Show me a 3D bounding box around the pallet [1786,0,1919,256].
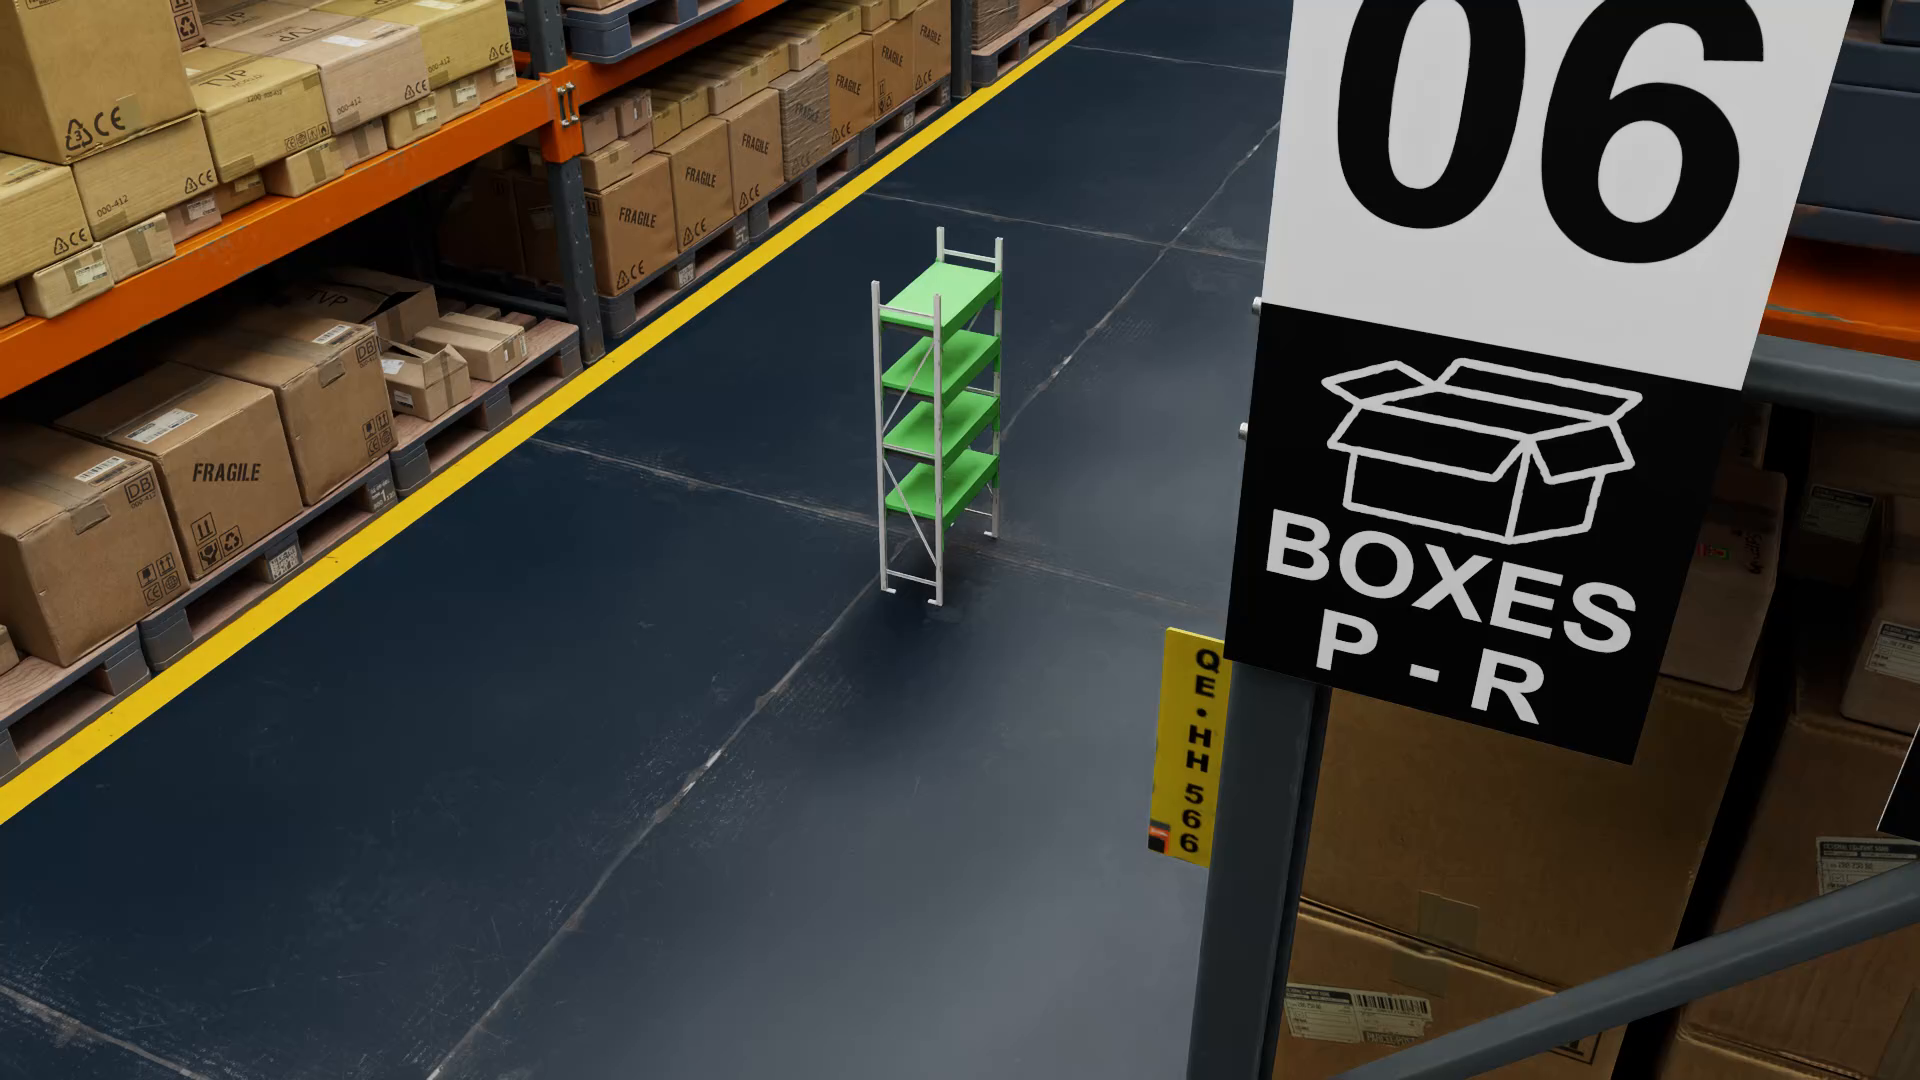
[{"bbox_3d":[1.057,-0.632,1.824,1.003,0.211,1.213,14,36,20],"label":"pallet"}]

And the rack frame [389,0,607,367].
[{"bbox_3d":[-2.080,-2.172,6.827,1.000,3.000,0.127,14,36,20],"label":"rack frame"}]

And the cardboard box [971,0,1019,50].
[{"bbox_3d":[-0.133,-3.654,10.870,0.875,0.625,0.625,15,36,22],"label":"cardboard box"}]

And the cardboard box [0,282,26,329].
[{"bbox_3d":[-2.957,-0.697,4.807,0.380,0.149,0.250,15,36,21],"label":"cardboard box"}]

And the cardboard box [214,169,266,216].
[{"bbox_3d":[-2.585,-1.220,5.604,0.380,0.149,0.250,15,36,21],"label":"cardboard box"}]

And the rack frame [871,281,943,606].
[{"bbox_3d":[-0.171,-0.298,5.610,0.240,1.200,0.015,14,36,20],"label":"rack frame"}]

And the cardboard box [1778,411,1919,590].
[{"bbox_3d":[1.201,-0.035,1.973,0.380,0.149,0.250,15,36,22],"label":"cardboard box"}]

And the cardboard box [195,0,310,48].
[{"bbox_3d":[-2.736,-1.798,6.122,0.500,0.250,0.500,14,36,20],"label":"cardboard box"}]

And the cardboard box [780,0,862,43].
[{"bbox_3d":[-0.771,-2.877,9.207,0.380,0.149,0.250,15,36,22],"label":"cardboard box"}]

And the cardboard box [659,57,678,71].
[{"bbox_3d":[-1.685,-2.478,8.598,0.380,0.149,0.250,15,36,21],"label":"cardboard box"}]

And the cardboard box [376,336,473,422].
[{"bbox_3d":[-2.196,-0.682,6.665,0.396,0.266,0.258,15,36,22],"label":"cardboard box"}]

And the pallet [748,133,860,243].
[{"bbox_3d":[-1.265,-2.030,9.153,1.003,0.211,1.213,14,36,20],"label":"pallet"}]

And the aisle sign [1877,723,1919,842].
[{"bbox_3d":[0.990,-0.028,1.186,0.394,0.787,0.004,14,36,20],"label":"aisle sign"}]

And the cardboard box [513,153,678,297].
[{"bbox_3d":[-1.673,-1.492,7.686,0.500,0.500,0.500,16,36,23],"label":"cardboard box"}]

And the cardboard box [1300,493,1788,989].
[{"bbox_3d":[0.742,0.202,2.203,0.500,0.500,0.500,15,36,22],"label":"cardboard box"}]

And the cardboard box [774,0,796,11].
[{"bbox_3d":[-1.075,-3.109,9.561,0.380,0.149,0.250,15,36,21],"label":"cardboard box"}]

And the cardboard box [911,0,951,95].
[{"bbox_3d":[-0.388,-3.035,10.039,0.500,0.500,0.500,15,36,22],"label":"cardboard box"}]

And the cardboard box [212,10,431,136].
[{"bbox_3d":[-2.268,-1.671,5.929,0.500,0.250,0.500,14,36,21],"label":"cardboard box"}]

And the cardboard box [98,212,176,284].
[{"bbox_3d":[-2.691,-0.942,5.180,0.380,0.149,0.250,15,36,22],"label":"cardboard box"}]

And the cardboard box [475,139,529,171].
[{"bbox_3d":[-2.188,-1.823,7.600,0.380,0.149,0.250,13,35,19],"label":"cardboard box"}]

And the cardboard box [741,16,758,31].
[{"bbox_3d":[-1.338,-2.854,9.172,0.380,0.149,0.250,13,36,19],"label":"cardboard box"}]

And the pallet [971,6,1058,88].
[{"bbox_3d":[-0.027,-3.399,11.242,1.003,0.211,1.213,14,36,20],"label":"pallet"}]

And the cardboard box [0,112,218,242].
[{"bbox_3d":[-2.705,-1.170,5.164,0.500,0.250,0.500,13,36,19],"label":"cardboard box"}]

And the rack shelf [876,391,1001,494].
[{"bbox_3d":[-0.069,-0.366,5.830,0.258,0.148,0.480,14,36,20],"label":"rack shelf"}]

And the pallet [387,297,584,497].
[{"bbox_3d":[-2.368,-0.664,7.071,1.003,0.211,1.213,14,36,20],"label":"pallet"}]

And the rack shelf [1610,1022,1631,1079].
[{"bbox_3d":[1.593,0.262,3.772,1.077,0.370,4.000,14,36,20],"label":"rack shelf"}]

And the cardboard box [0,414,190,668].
[{"bbox_3d":[-3.019,-0.010,5.426,0.700,0.500,0.500,16,36,22],"label":"cardboard box"}]

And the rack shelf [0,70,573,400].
[{"bbox_3d":[-2.917,-0.875,5.505,1.077,0.370,4.000,14,36,20],"label":"rack shelf"}]

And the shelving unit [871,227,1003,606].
[{"bbox_3d":[-0.069,-0.419,5.795,0.258,1.200,0.503,14,36,20],"label":"shelving unit"}]

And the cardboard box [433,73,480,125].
[{"bbox_3d":[-2.073,-1.716,6.360,0.380,0.149,0.250,15,36,22],"label":"cardboard box"}]

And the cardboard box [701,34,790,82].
[{"bbox_3d":[-1.112,-2.497,8.628,0.380,0.149,0.250,14,36,21],"label":"cardboard box"}]

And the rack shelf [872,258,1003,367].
[{"bbox_3d":[-0.069,-0.767,5.567,0.258,0.148,0.480,14,36,20],"label":"rack shelf"}]

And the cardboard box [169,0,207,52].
[{"bbox_3d":[-2.945,-1.867,5.543,0.500,0.500,0.500,13,35,19],"label":"cardboard box"}]

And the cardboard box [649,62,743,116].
[{"bbox_3d":[-1.305,-2.233,8.225,0.380,0.149,0.250,14,36,20],"label":"cardboard box"}]
